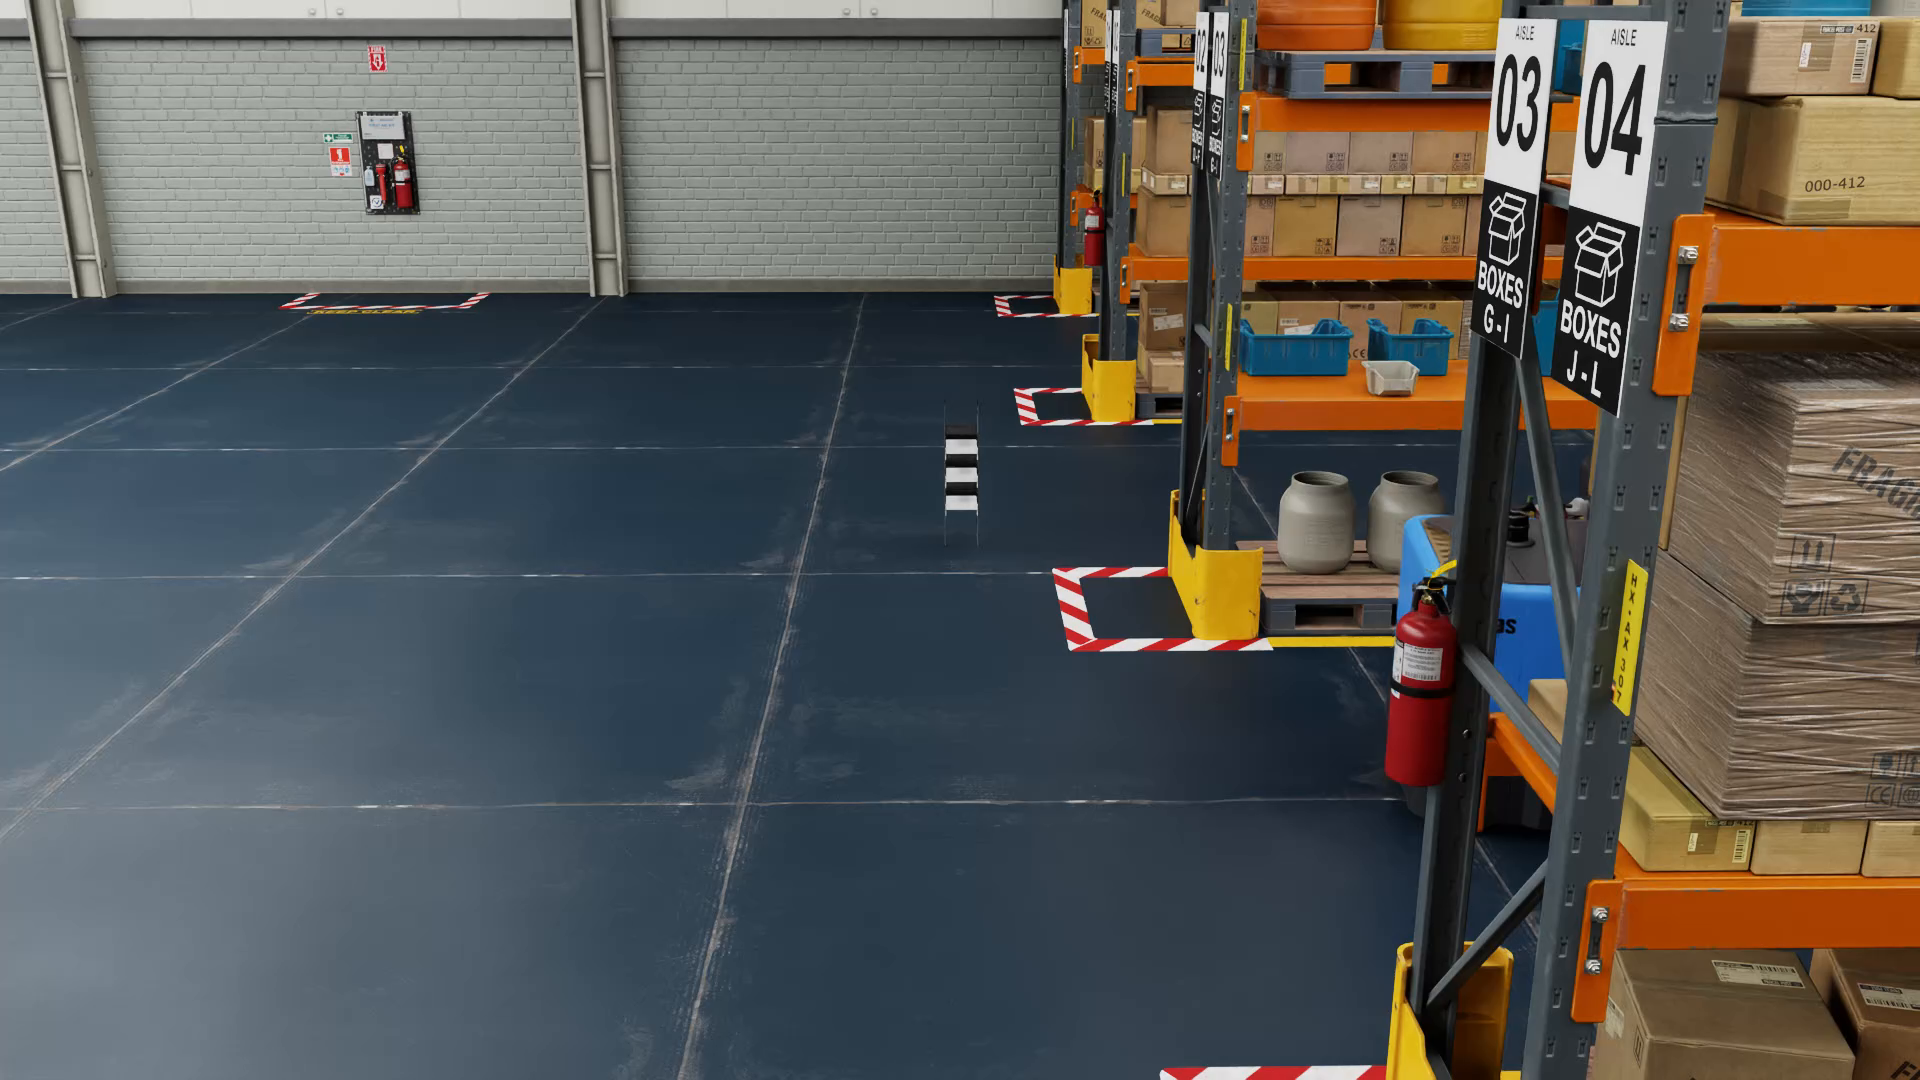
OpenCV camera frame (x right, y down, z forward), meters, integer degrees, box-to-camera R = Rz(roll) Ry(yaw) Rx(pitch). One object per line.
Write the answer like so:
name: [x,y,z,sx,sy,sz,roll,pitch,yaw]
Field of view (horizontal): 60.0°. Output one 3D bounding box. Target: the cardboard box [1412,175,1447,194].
cardboard box: [3.734,-2.873,13.368,0.250,0.149,0.380,0,18,1]

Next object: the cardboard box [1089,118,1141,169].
cardboard box: [1.672,-4.288,17.991,0.500,0.500,0.500,0,18,-1]

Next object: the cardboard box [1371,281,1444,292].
cardboard box: [3.803,-1.925,14.225,0.500,0.500,0.500,0,18,-1]

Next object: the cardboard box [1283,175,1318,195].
cardboard box: [2.700,-2.868,13.351,0.250,0.149,0.380,-1,18,-3]

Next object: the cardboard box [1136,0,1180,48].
cardboard box: [2.066,-5.485,17.629,0.500,0.500,0.500,1,18,3]

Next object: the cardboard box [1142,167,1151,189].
cardboard box: [1.651,-2.986,13.721,0.250,0.149,0.380,-1,18,-2]

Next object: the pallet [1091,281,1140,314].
pallet: [2.079,-2.748,18.770,1.213,0.211,1.003,0,18,-1]

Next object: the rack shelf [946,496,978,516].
rack shelf: [0.008,-0.225,10.475,0.200,0.077,0.258,0,18,-1]

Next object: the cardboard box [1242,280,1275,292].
cardboard box: [3.188,-3.069,18.576,0.500,0.500,0.700,-1,18,-4]

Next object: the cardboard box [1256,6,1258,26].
cardboard box: [2.451,-4.097,12.992,0.250,0.149,0.380,0,18,-1]

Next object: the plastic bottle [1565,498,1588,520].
plastic bottle: [3.567,-0.106,9.705,0.135,0.276,0.152,-1,18,-2]

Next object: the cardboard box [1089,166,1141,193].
cardboard box: [1.683,-3.926,18.089,0.500,0.250,0.500,-1,18,-2]

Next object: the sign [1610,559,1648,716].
sign: [1.434,0.209,3.567,0.005,0.325,0.100,0,18,-1]

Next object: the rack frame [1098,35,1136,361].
rack frame: [1.272,-2.570,13.648,0.127,3.000,1.000,0,18,-1]

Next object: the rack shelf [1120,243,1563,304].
rack shelf: [3.272,-2.237,13.788,4.000,0.370,1.077,0,18,-1]

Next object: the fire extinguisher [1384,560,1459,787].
fire extinguisher: [1.303,0.352,4.665,0.183,0.674,0.296,0,18,-1]

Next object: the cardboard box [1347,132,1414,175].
cardboard box: [3.323,-3.243,13.459,0.500,0.500,0.700,0,18,-1]

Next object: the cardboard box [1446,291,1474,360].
cardboard box: [4.311,-1.769,13.738,0.500,0.500,0.500,0,18,-1]

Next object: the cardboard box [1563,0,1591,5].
cardboard box: [4.764,-4.410,13.393,0.500,0.500,0.500,1,18,4]

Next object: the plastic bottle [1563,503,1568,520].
plastic bottle: [3.431,-0.076,9.601,0.133,0.283,0.061,0,18,-1]

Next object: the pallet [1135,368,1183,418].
pallet: [2.036,-1.259,14.125,1.213,0.211,1.003,0,18,-1]

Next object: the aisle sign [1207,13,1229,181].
aisle sign: [1.279,-2.205,8.255,0.004,0.787,0.394,0,18,-1]

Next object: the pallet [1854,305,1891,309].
pallet: [9.979,-2.774,18.851,1.213,0.211,1.003,0,18,-1]

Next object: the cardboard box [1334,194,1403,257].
cardboard box: [3.287,-2.624,13.653,0.500,0.500,0.700,0,18,1]

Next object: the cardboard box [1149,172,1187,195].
cardboard box: [1.668,-2.862,13.334,0.250,0.149,0.380,0,18,-1]

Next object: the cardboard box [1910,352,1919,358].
cardboard box: [2.479,-0.129,3.752,0.500,0.500,0.500,0,18,-1]

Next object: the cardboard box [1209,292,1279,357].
cardboard box: [2.312,-1.755,13.695,0.500,0.500,0.500,0,18,-1]

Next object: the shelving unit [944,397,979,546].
shelving unit: [0.008,-0.429,10.410,0.210,0.900,0.258,0,18,-1]

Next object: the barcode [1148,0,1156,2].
barcode: [1.566,-4.423,13.565,0.075,0.075,0.001,0,18,-1]

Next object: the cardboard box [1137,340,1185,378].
cardboard box: [1.804,-1.553,14.293,0.500,0.250,0.500,0,18,-1]

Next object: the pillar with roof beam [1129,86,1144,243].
pillar with roof beam: [1.945,-5.892,14.183,0.400,9.000,9.100,0,18,-1]

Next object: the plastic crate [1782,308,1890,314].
plastic crate: [4.821,-1.083,9.115,0.504,0.338,0.767,0,18,-1]

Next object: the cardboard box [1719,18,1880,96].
cardboard box: [1.704,-1.022,3.504,0.250,0.149,0.380,0,18,-1]

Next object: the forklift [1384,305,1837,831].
forklift: [3.404,-0.291,6.658,3.031,2.935,1.130,2,18,7]

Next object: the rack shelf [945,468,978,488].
rack shelf: [0.008,-0.397,10.420,0.200,0.077,0.258,0,18,-1]

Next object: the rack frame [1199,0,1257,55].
rack frame: [1.347,-3.914,8.015,0.127,3.000,1.000,0,18,-1]

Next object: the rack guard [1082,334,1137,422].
rack guard: [1.248,-1.379,14.029,0.348,0.500,1.175,0,18,-1]

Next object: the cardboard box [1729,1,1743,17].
cardboard box: [5.888,-4.146,13.209,0.500,0.250,0.500,2,18,5]

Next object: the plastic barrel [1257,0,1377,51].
plastic barrel: [1.831,-2.931,8.472,0.708,0.830,0.600,0,18,-1]

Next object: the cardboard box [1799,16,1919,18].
cardboard box: [2.232,-1.188,4.022,0.250,0.149,0.380,-1,18,-3]

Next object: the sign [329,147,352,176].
sign: [-7.149,-4.367,19.192,0.234,0.329,0.001,0,18,-1]

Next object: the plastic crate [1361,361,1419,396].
plastic crate: [2.247,-0.837,8.679,0.250,0.136,0.298,0,18,-1]

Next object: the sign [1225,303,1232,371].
sign: [1.351,-1.021,8.366,0.005,0.325,0.100,0,18,-1]

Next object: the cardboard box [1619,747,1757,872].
cardboard box: [1.714,0.647,4.032,0.250,0.149,0.380,0,18,-1]

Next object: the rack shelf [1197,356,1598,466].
rack shelf: [3.346,-0.724,9.072,4.000,0.370,1.077,0,18,-1]
